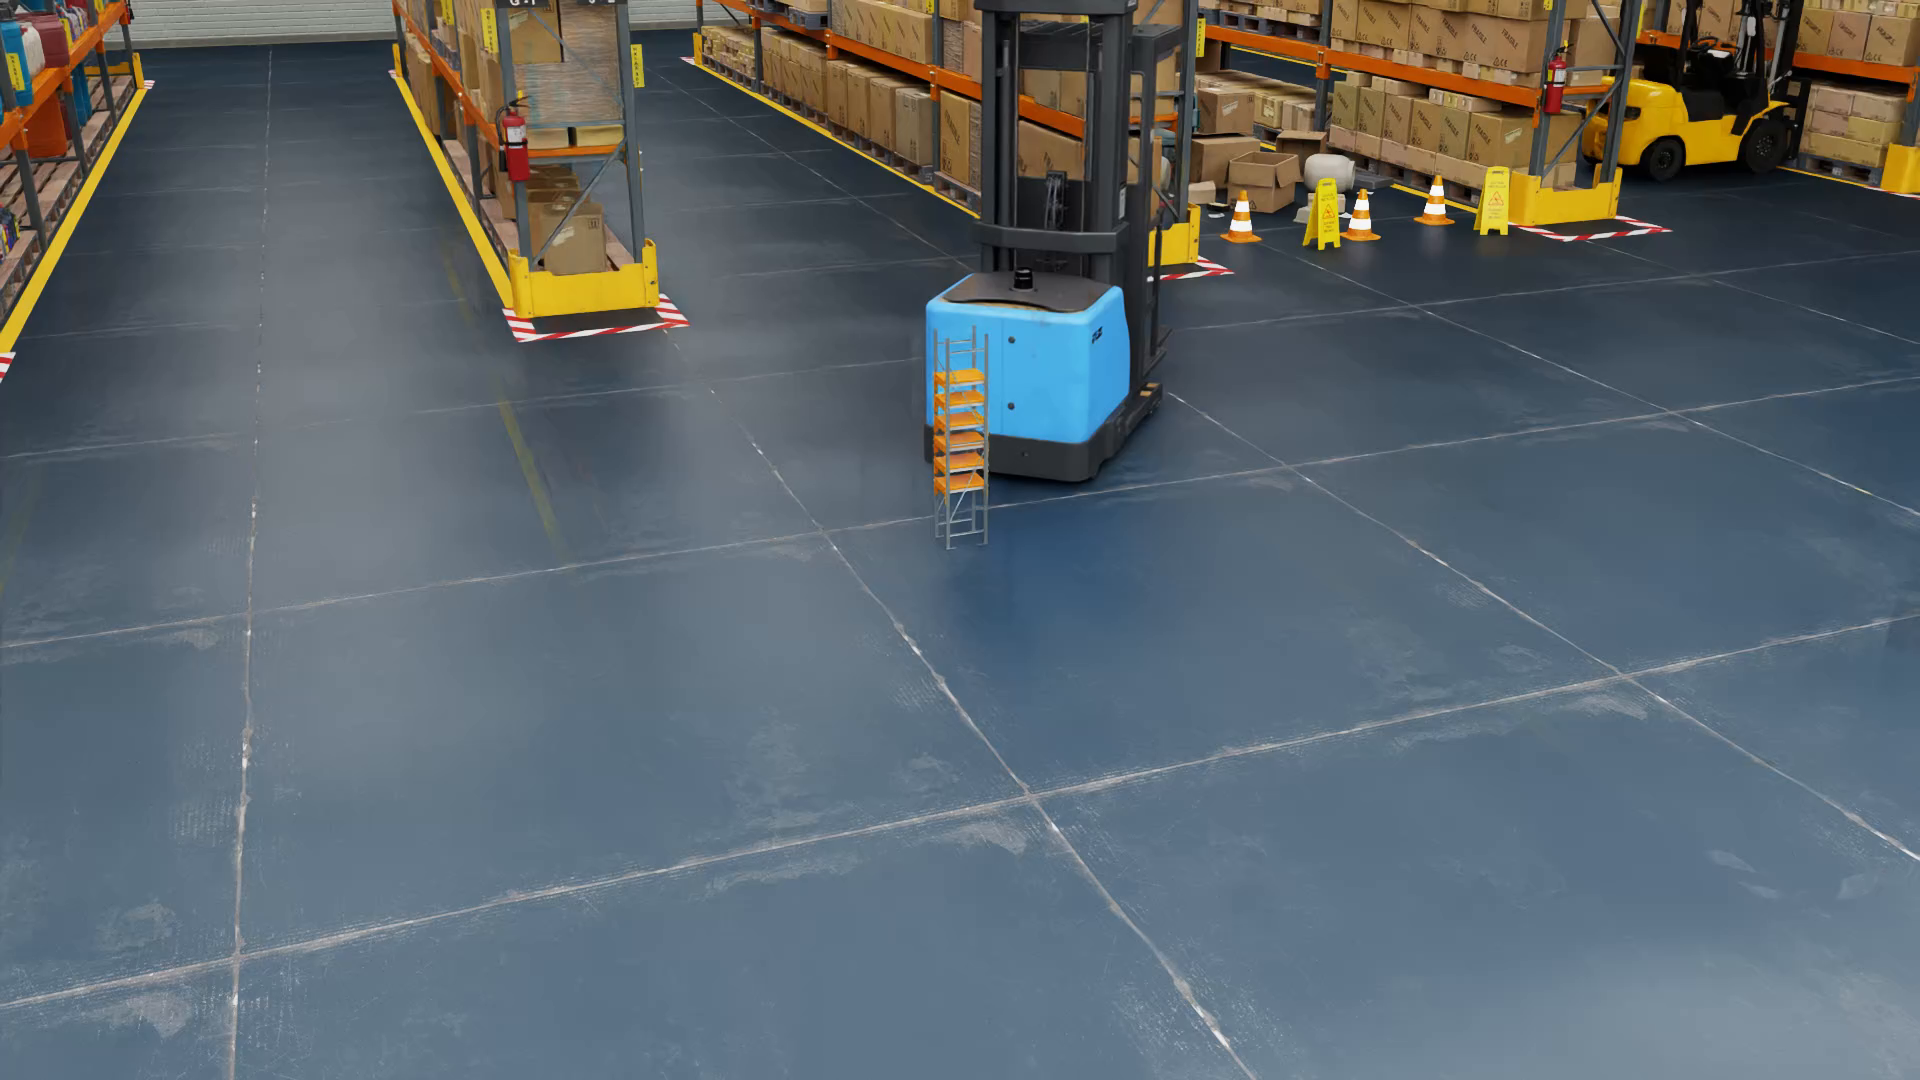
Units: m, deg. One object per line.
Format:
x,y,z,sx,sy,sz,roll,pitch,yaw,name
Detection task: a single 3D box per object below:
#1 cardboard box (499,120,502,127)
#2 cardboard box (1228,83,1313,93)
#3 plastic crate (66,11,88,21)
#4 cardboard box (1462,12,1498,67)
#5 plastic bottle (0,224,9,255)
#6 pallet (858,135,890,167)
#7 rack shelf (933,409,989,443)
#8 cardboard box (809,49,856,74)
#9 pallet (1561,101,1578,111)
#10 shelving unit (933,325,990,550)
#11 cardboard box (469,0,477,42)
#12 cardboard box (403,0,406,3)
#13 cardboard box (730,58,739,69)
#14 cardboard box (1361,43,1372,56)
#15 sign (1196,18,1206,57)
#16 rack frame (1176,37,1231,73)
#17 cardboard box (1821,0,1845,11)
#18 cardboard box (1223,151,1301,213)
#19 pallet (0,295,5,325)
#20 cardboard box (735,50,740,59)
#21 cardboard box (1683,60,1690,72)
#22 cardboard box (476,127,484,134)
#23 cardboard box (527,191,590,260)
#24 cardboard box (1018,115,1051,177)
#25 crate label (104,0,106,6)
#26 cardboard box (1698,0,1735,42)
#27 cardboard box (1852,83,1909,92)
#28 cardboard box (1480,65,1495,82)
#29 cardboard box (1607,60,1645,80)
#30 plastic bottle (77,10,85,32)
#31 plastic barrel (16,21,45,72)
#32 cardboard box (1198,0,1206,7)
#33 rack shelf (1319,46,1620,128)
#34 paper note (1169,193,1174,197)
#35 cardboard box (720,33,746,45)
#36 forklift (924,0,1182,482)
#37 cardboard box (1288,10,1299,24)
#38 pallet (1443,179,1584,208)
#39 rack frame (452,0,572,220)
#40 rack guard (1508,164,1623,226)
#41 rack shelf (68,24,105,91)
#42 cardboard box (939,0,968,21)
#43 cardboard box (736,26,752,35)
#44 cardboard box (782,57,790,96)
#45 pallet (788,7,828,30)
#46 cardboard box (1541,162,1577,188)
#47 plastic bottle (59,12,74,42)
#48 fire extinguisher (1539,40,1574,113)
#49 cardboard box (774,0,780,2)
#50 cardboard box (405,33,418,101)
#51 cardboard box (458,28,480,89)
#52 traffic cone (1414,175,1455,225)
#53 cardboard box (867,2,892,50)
-3.828,-3.703,14.498,0.380,0.149,0.250,-8,24,-19,cardboard box
4.088,-5.791,21.971,0.950,0.372,0.625,-8,24,-17,cardboard box
-11.981,-7.067,22.418,0.396,0.136,0.243,-8,24,-19,plastic crate
5.571,-5.177,17.159,0.500,0.500,0.500,-8,24,-19,cardboard box
-8.445,-2.666,14.558,0.144,0.351,0.185,-8,24,-19,plastic bottle
-0.593,-4.818,20.410,1.003,0.211,1.213,-8,24,-19,pallet
0.005,-0.617,8.975,0.258,0.103,0.180,-8,24,-19,rack shelf
-1.715,-6.442,22.385,0.500,0.250,0.500,-9,24,-20,cardboard box
8.691,-6.209,23.709,1.003,0.211,1.213,-8,24,-19,pallet
0.005,-0.548,9.004,0.258,1.200,0.189,-8,24,-19,shelving unit
-4.028,-4.648,14.616,0.500,0.500,0.500,-8,24,-19,cardboard box
-7.718,-7.845,23.810,0.500,0.250,0.500,-9,24,-20,cardboard box
-3.464,-7.648,26.663,0.380,0.149,0.250,-8,24,-19,cardboard box
4.852,-5.654,19.126,0.380,0.149,0.250,-8,24,-19,cardboard box
2.120,-4.445,14.718,0.100,0.325,0.005,-8,24,-19,sign
3.367,-7.559,23.321,1.000,3.000,0.127,-8,24,-19,rack frame
10.083,-6.140,18.992,0.380,0.149,0.250,-9,25,-21,cardboard box
3.205,-3.792,17.599,0.637,0.503,0.797,12,26,27,cardboard box
-8.064,-1.645,12.880,1.003,0.211,1.213,-8,24,-19,pallet
-3.373,-7.770,26.569,0.380,0.149,0.250,-8,24,-18,cardboard box
9.300,-5.956,21.231,0.500,0.250,0.500,-9,24,-20,cardboard box
-4.838,-4.198,18.001,0.700,0.500,0.500,-8,24,-19,cardboard box
-3.526,-2.775,14.650,0.500,0.500,0.500,-2,23,-5,cardboard box
0.984,-3.707,16.378,0.875,0.875,0.875,-9,24,-20,cardboard box
-12.696,-7.856,24.288,0.396,0.136,0.243,-8,24,-19,crate label
9.535,-6.450,20.561,0.500,0.500,0.500,-8,24,-18,cardboard box
10.663,-5.103,19.207,0.500,0.250,0.500,-8,24,-19,cardboard box
5.597,-4.815,17.136,0.380,0.149,0.250,-9,24,-20,cardboard box
9.228,-6.075,22.318,0.875,0.625,0.625,-7,24,-17,cardboard box
-11.380,-6.684,21.406,0.152,0.276,0.135,-8,24,-19,plastic bottle
-9.974,-5.226,17.644,0.421,0.512,0.421,0,23,0,plastic barrel
3.430,-7.280,22.442,0.380,0.149,0.250,-10,25,-22,cardboard box
5.487,-5.047,18.288,1.077,0.370,4.000,-8,24,-19,rack shelf
2.377,-3.775,18.178,0.172,0.023,0.155,0,23,-1,paper note
-3.703,-8.191,27.185,0.380,0.149,0.250,-8,24,-18,cardboard box
0.759,-2.241,10.793,1.130,2.935,3.031,8,24,18,forklift
4.264,-6.430,20.427,0.380,0.149,0.250,-9,25,-21,cardboard box
5.913,-3.694,17.744,1.003,0.211,1.213,-8,24,-19,pallet
-4.491,-4.745,16.647,1.000,3.000,0.127,-8,24,-19,rack frame
6.167,-3.527,16.976,1.175,0.500,0.348,-8,24,-19,rack guard
-11.244,-5.914,20.347,1.077,0.370,4.000,-8,24,-19,rack shelf
0.283,-5.817,17.606,0.875,0.550,0.550,-8,24,-19,cardboard box
-3.595,-8.647,28.267,0.380,0.149,0.250,-8,24,-18,cardboard box
-2.242,-6.652,23.849,0.500,0.500,0.500,-8,24,-18,cardboard box
-1.579,-6.999,22.240,1.213,0.211,1.003,-8,24,-19,pallet
6.167,-3.909,17.662,0.500,0.250,0.500,-9,24,-19,cardboard box
-10.930,-6.261,20.305,0.144,0.351,0.185,-8,24,-19,plastic bottle
5.803,-4.511,16.191,0.296,0.674,0.183,-8,24,-19,fire extinguisher
-2.380,-7.602,23.207,0.380,0.149,0.250,-10,25,-21,cardboard box
-7.072,-6.637,23.329,1.225,0.875,0.875,-8,24,-19,cardboard box
-4.246,-4.570,15.719,0.875,0.500,0.500,-8,24,-19,cardboard box
4.835,-3.462,16.868,0.336,0.463,0.334,-8,24,-19,traffic cone
-0.788,-6.140,19.826,0.500,0.500,0.500,-9,24,-20,cardboard box
